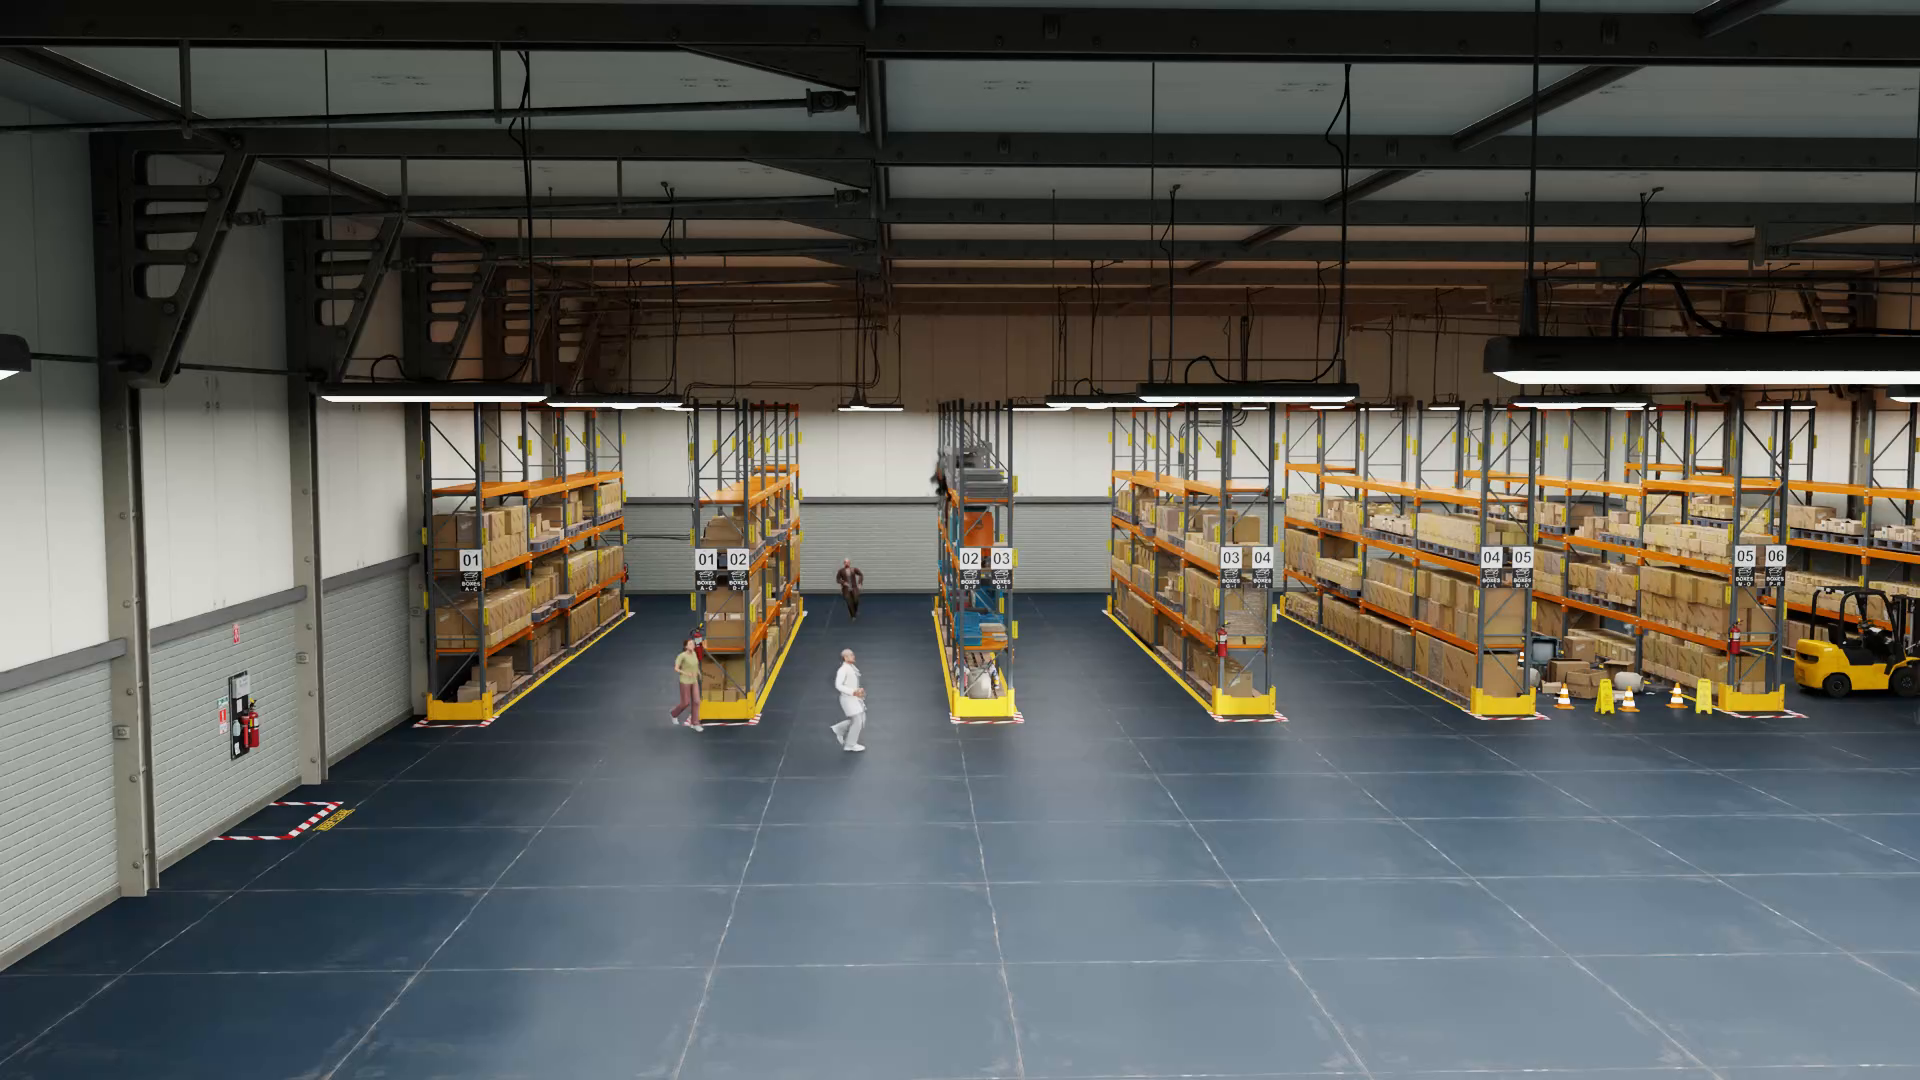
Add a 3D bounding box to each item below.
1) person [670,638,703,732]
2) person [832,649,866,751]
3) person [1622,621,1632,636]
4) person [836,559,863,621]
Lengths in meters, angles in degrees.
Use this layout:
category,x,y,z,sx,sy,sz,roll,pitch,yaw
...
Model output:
category,x,y,z,sx,sy,sz,roll,pitch,yaw
person,-4.945,2.602,30.199,0.821,1.679,0.600,4,6,41
person,-1.890,2.713,28.232,0.668,1.724,0.707,1,5,16
person,16.778,1.688,41.432,0.655,1.833,0.748,0,4,-5
person,-3.052,1.373,45.956,0.747,1.720,0.550,0,4,-4
